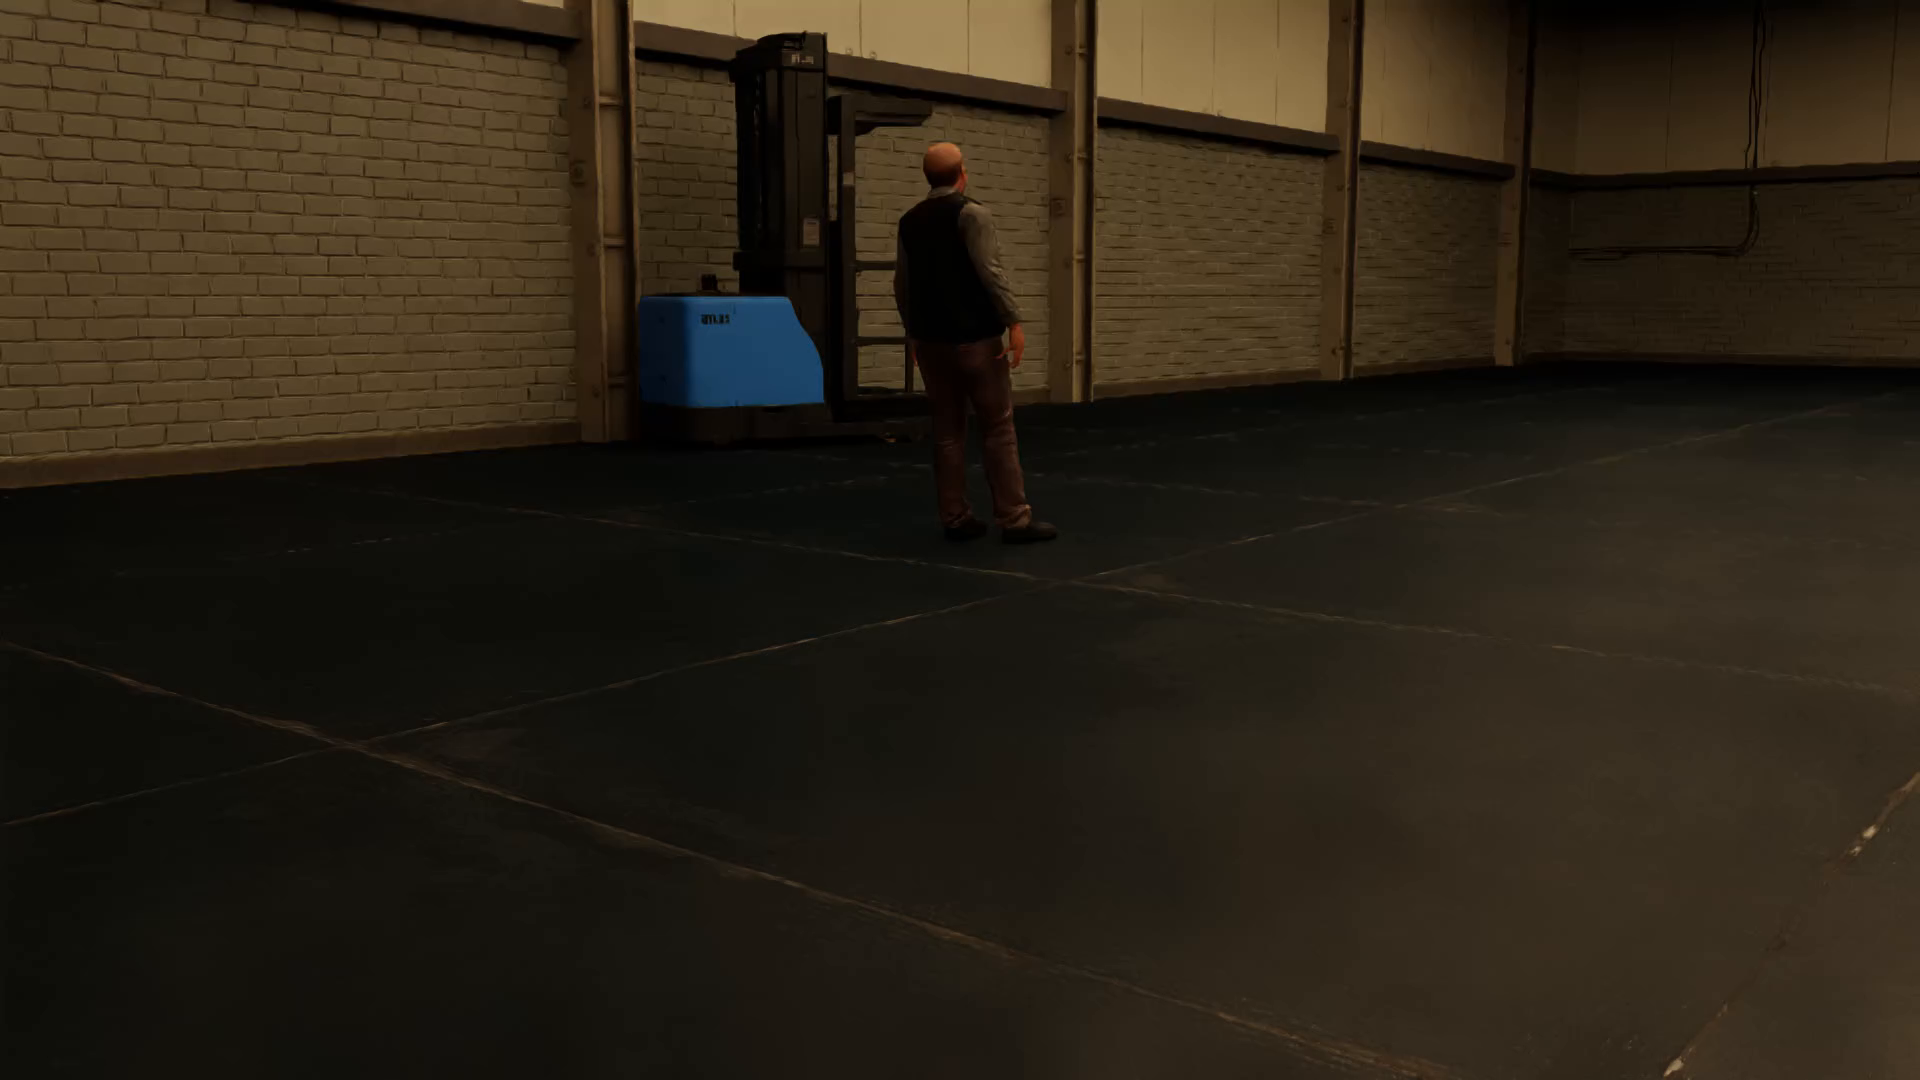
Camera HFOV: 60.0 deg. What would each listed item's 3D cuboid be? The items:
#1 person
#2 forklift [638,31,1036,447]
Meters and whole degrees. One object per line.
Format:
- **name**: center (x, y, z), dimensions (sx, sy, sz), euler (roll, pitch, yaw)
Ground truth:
- **person**: center (0.050, -0.866, 7.329), dimensions (0.632, 1.720, 0.551), euler (7, 11, 38)
- **forklift**: center (-0.858, -2.237, 12.566), dimensions (3.031, 2.935, 1.130), euler (-5, 10, -31)
